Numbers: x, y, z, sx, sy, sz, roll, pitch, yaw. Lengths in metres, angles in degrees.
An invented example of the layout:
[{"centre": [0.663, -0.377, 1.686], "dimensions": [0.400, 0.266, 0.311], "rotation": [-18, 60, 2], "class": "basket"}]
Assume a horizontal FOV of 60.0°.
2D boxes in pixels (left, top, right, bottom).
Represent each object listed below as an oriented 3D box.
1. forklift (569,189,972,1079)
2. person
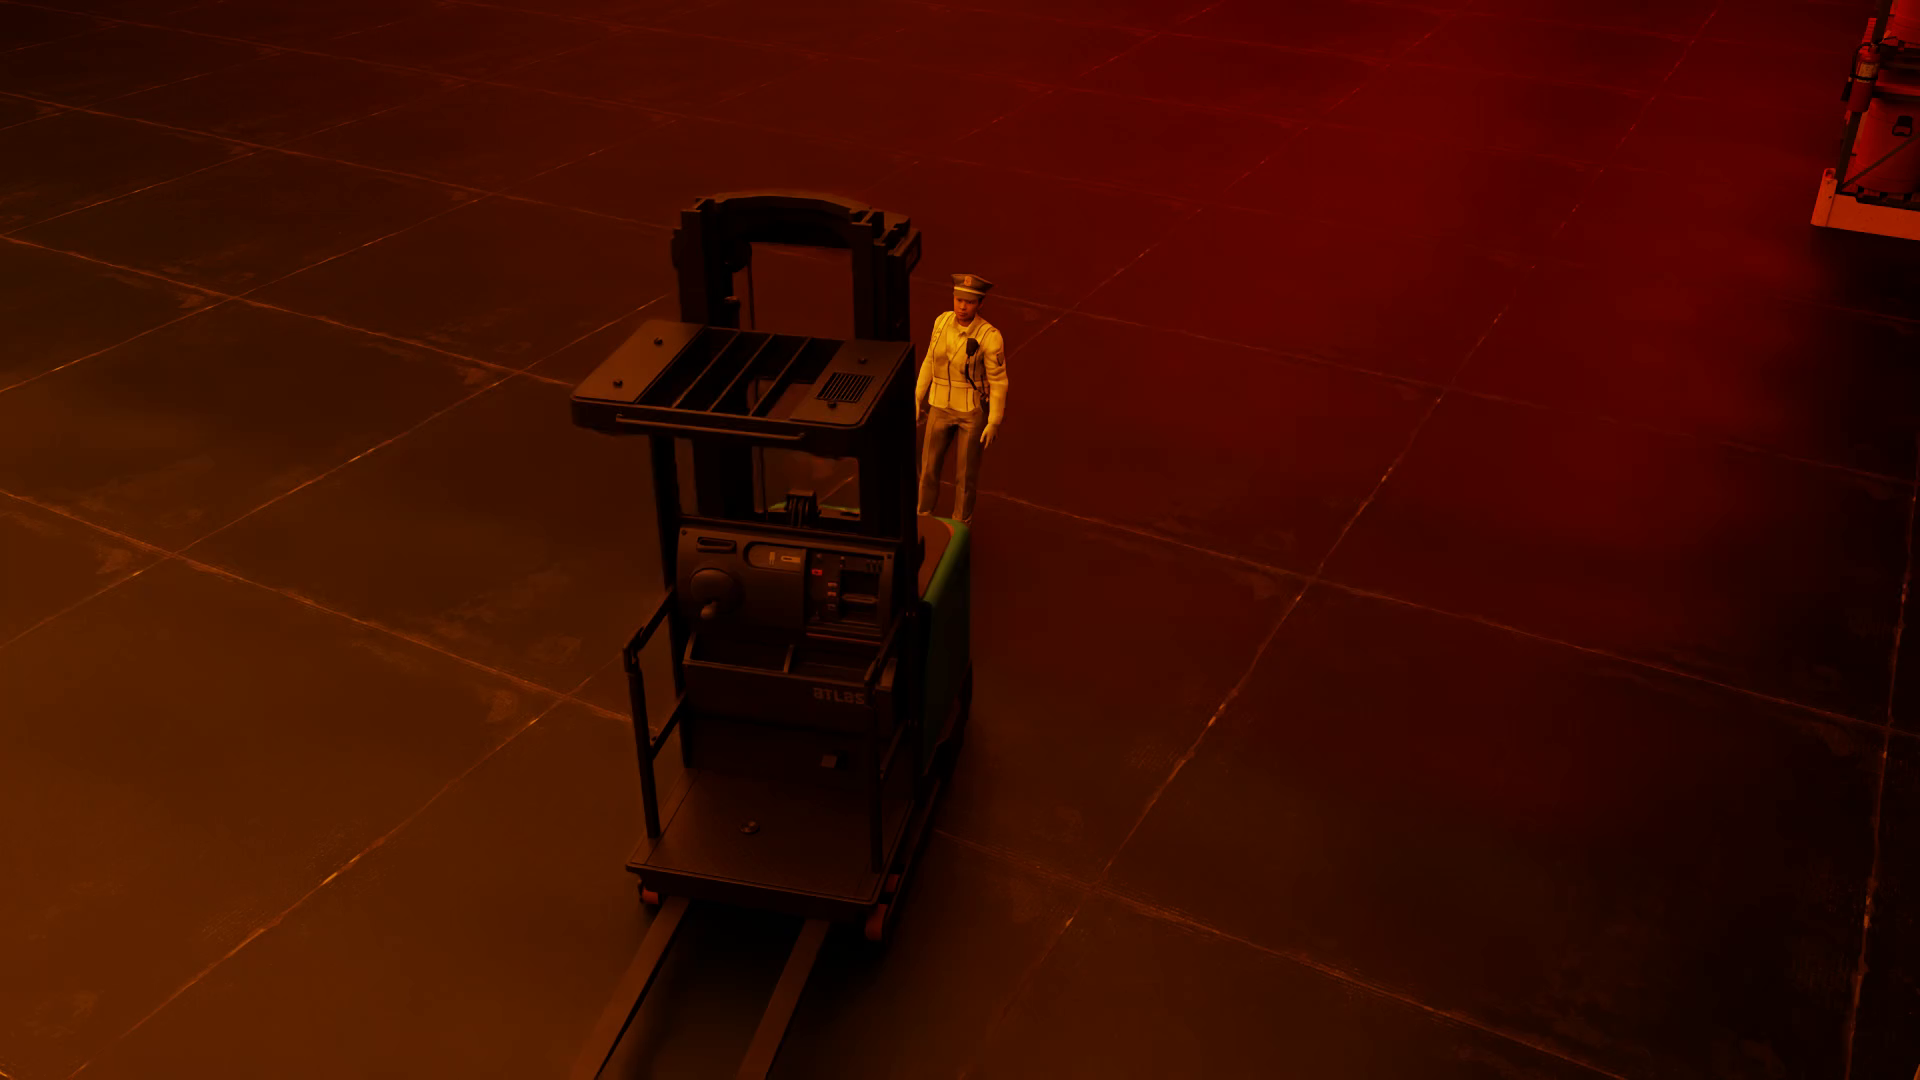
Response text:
[{"centre": [-0.768, 0.225, 6.681], "dimensions": [1.130, 2.935, 3.031], "rotation": [7, 31, 11], "class": "forklift"}, {"centre": [-0.039, -0.712, 9.527], "dimensions": [0.586, 1.694, 0.531], "rotation": [15, 33, 25], "class": "person"}]
